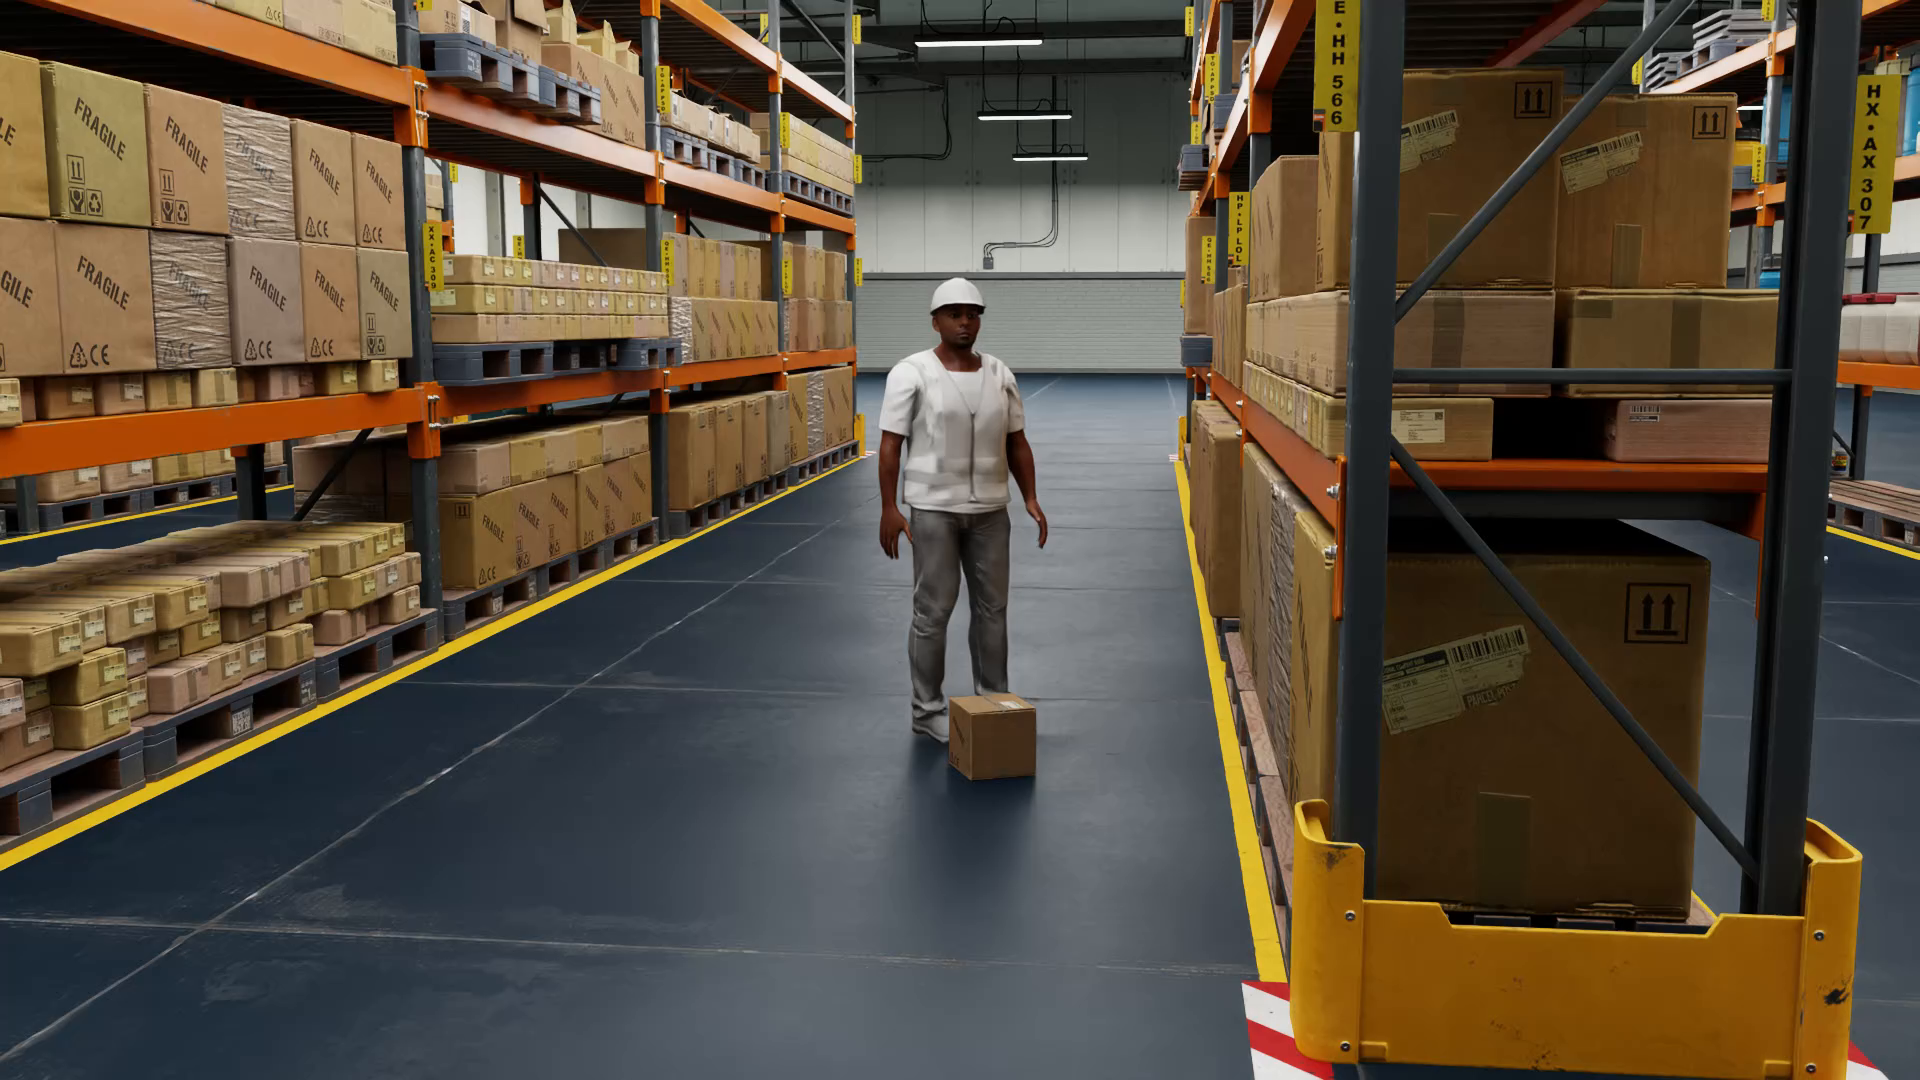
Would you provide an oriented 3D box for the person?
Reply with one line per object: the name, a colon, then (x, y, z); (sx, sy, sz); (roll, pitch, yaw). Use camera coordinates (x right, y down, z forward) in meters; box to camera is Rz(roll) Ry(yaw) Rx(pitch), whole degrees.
person: (0.006, -0.115, 6.416); (0.618, 1.776, 0.411); (-3, 8, -25)
